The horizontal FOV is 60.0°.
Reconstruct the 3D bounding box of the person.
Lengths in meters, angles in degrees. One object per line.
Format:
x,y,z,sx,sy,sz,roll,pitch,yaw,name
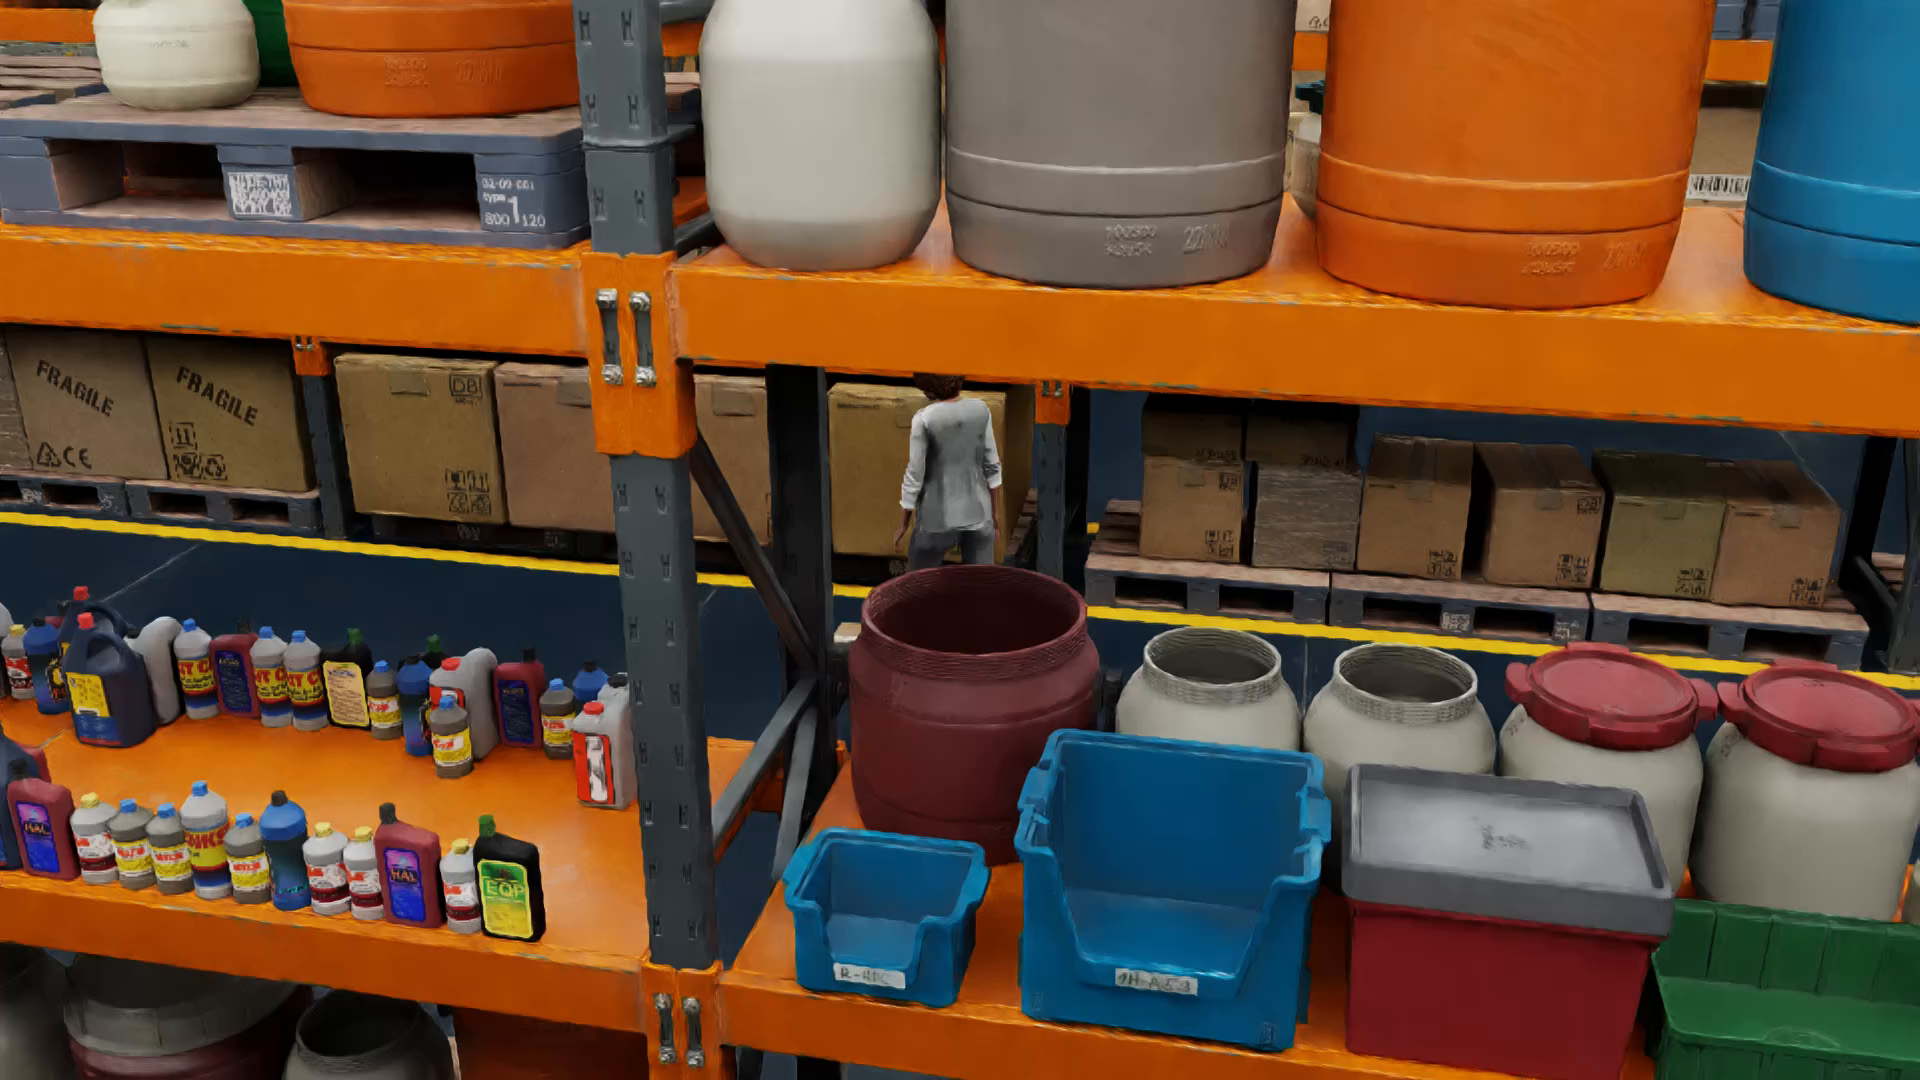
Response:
-0.013,-0.056,7.209,0.510,1.582,0.454,-8,23,-20,person
